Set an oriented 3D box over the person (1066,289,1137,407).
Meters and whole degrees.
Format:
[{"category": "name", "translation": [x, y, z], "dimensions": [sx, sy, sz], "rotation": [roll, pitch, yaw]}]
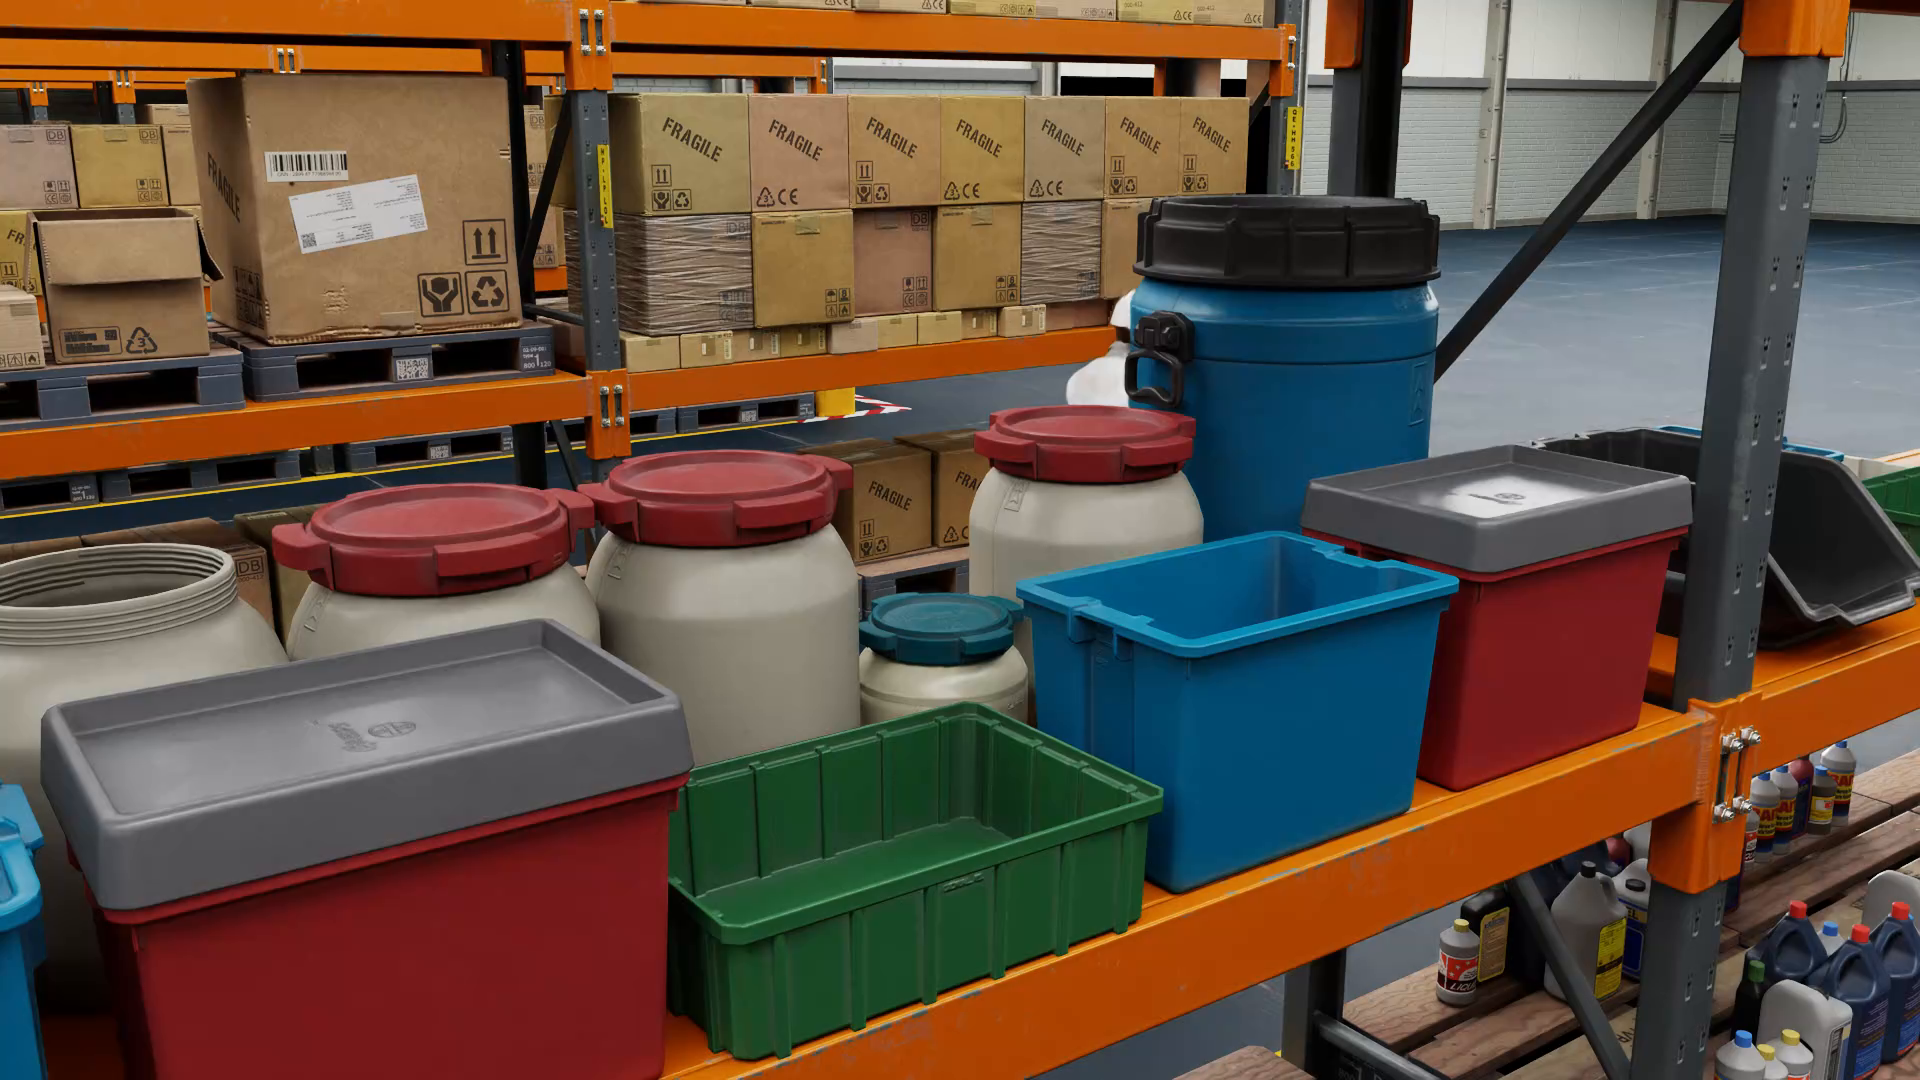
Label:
[{"category": "person", "translation": [0.589, -0.103, 6.467], "dimensions": [0.605, 1.723, 0.479], "rotation": [-11, 18, -36]}]
